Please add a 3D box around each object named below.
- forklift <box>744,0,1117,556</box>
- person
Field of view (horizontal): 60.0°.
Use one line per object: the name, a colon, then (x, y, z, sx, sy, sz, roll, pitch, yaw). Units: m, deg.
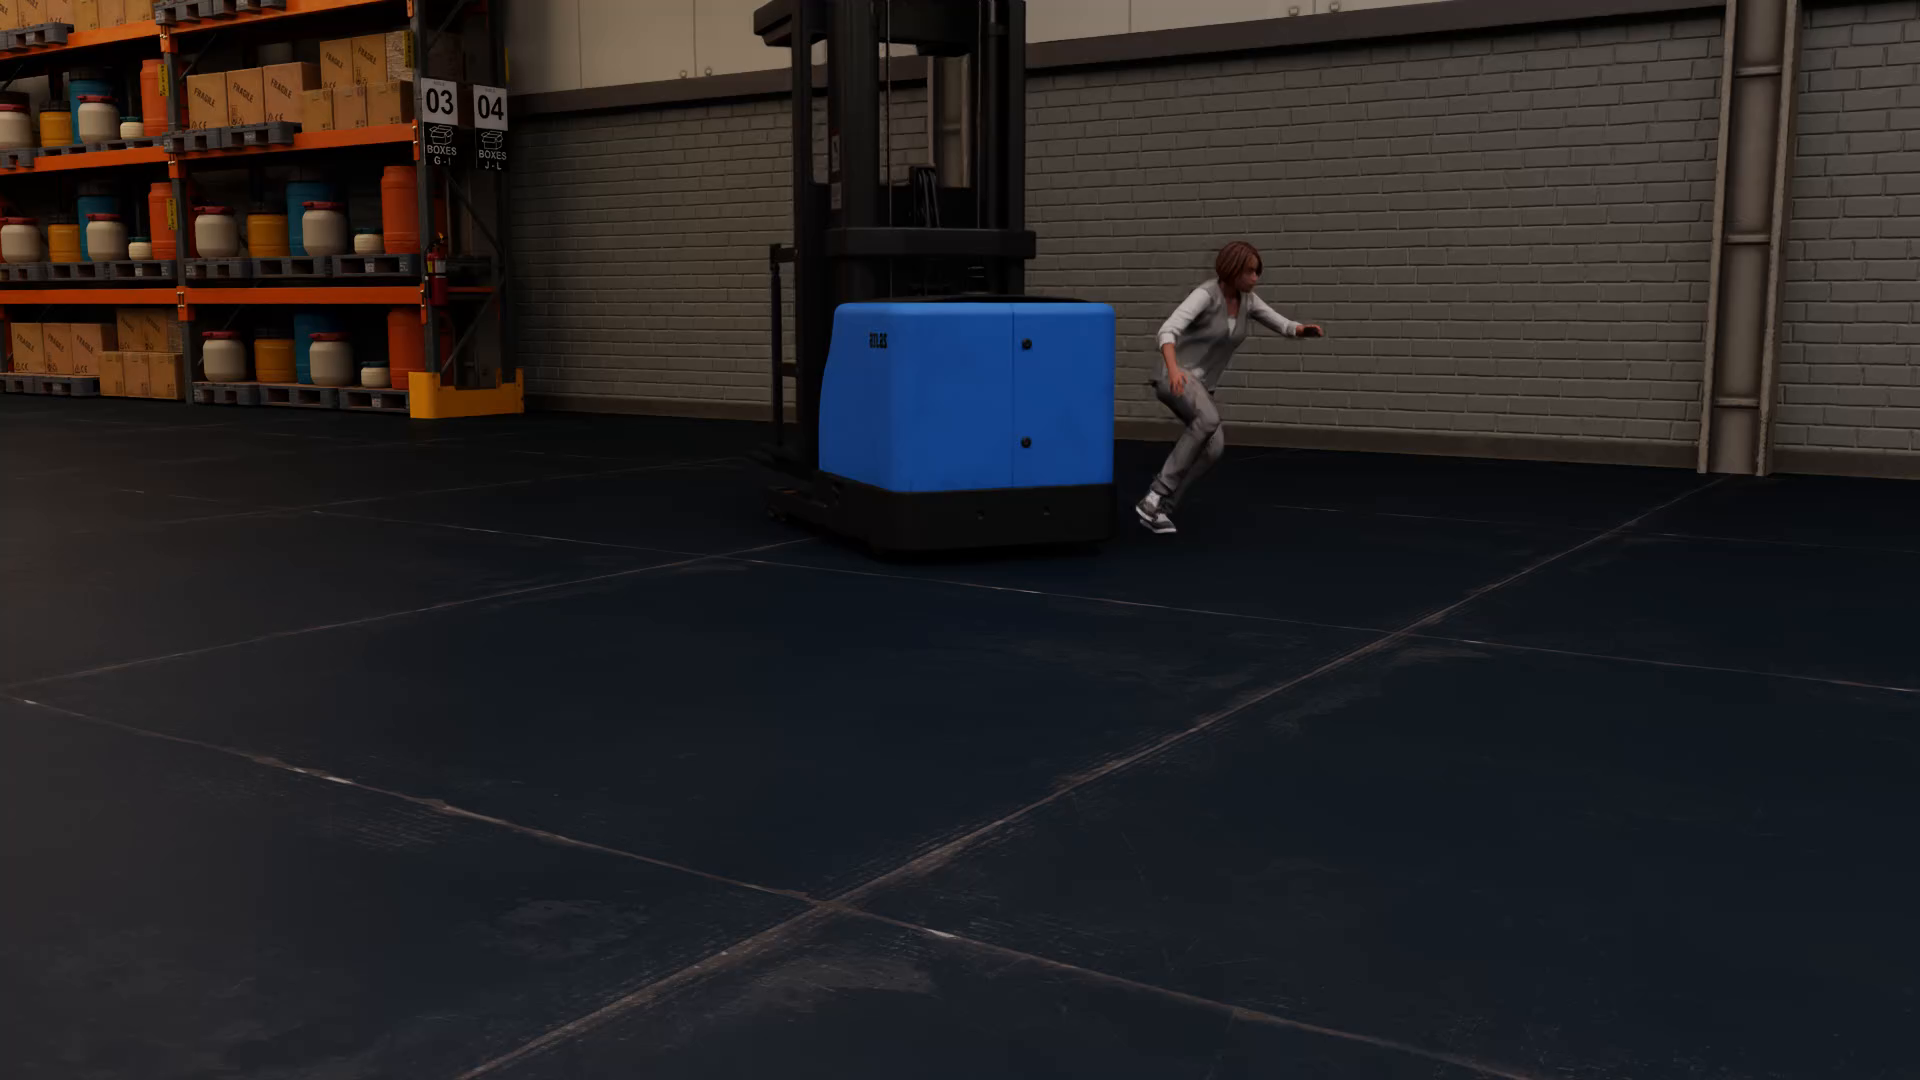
forklift: (-0.352, -1.555, 8.130, 1.130, 2.935, 3.031, -3, 9, -22)
person: (1.204, -0.702, 7.775, 0.839, 1.364, 0.915, 7, 11, 42)
